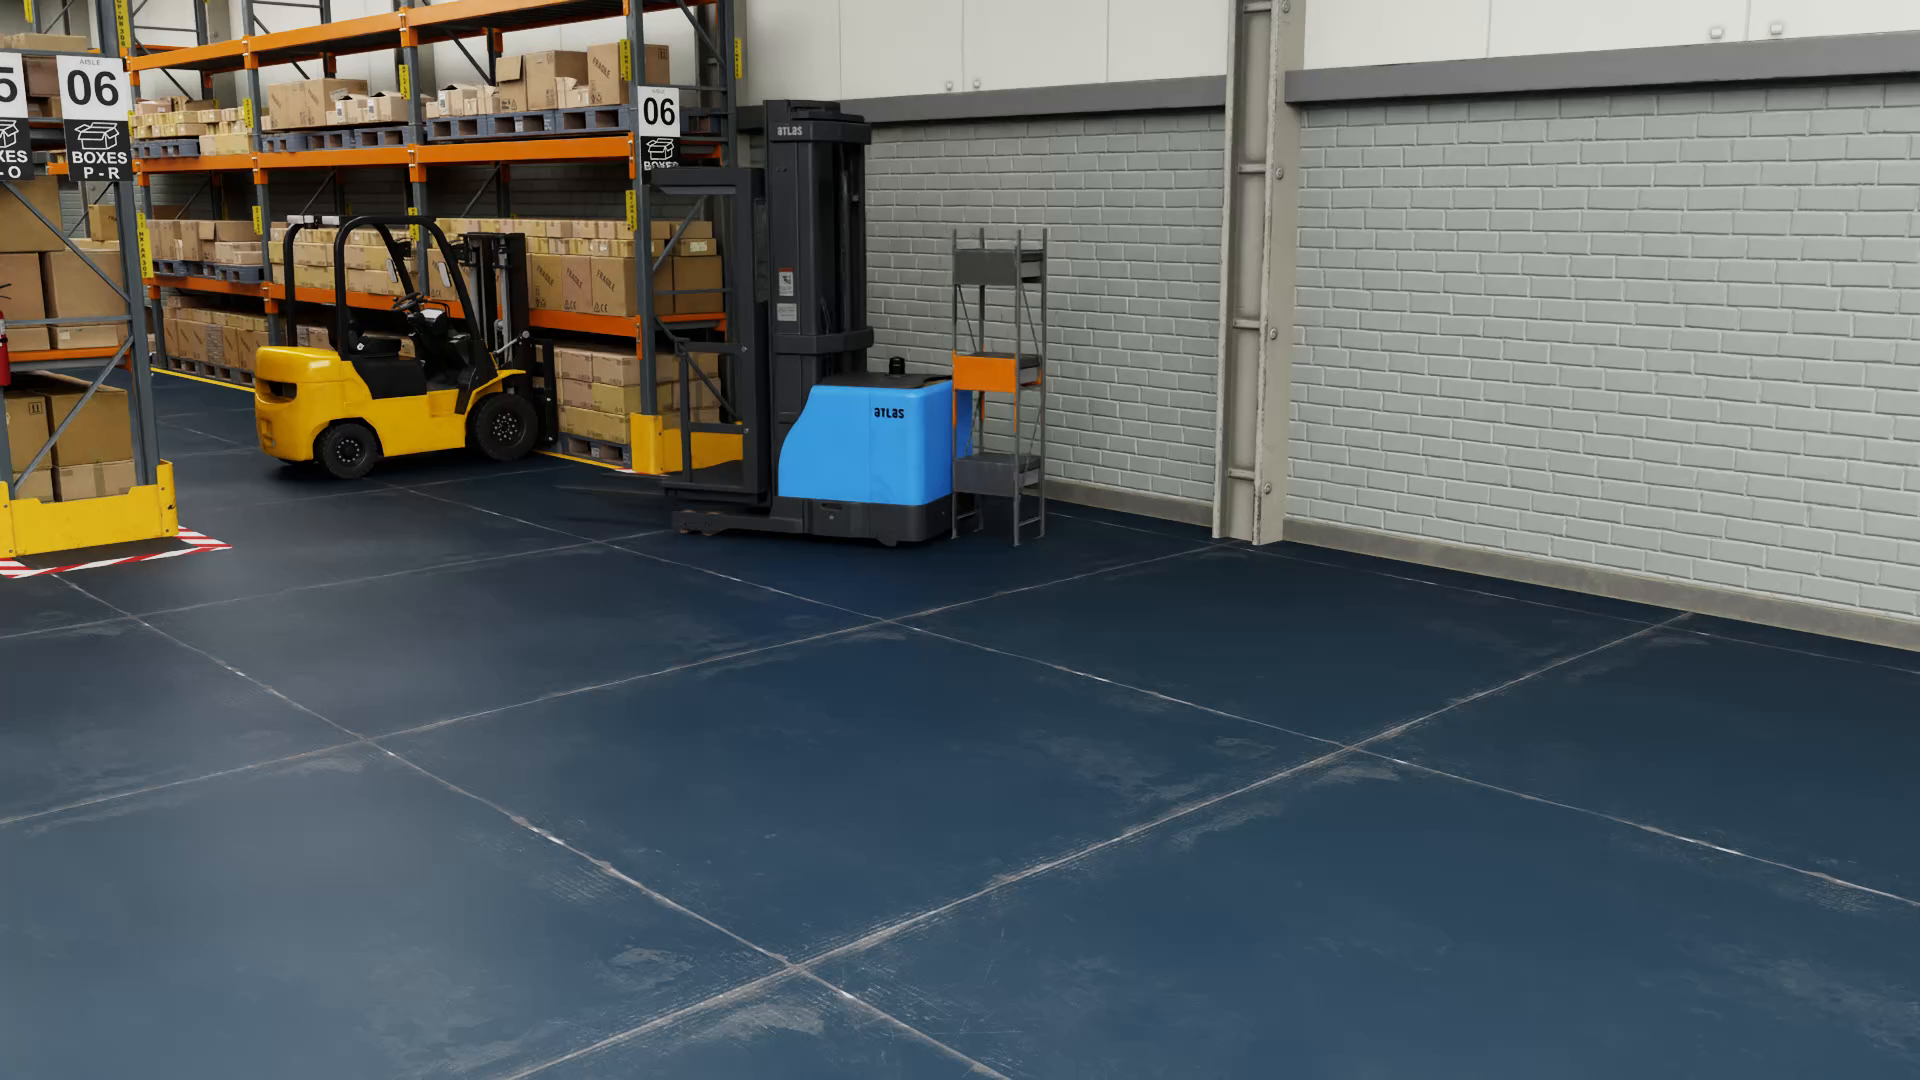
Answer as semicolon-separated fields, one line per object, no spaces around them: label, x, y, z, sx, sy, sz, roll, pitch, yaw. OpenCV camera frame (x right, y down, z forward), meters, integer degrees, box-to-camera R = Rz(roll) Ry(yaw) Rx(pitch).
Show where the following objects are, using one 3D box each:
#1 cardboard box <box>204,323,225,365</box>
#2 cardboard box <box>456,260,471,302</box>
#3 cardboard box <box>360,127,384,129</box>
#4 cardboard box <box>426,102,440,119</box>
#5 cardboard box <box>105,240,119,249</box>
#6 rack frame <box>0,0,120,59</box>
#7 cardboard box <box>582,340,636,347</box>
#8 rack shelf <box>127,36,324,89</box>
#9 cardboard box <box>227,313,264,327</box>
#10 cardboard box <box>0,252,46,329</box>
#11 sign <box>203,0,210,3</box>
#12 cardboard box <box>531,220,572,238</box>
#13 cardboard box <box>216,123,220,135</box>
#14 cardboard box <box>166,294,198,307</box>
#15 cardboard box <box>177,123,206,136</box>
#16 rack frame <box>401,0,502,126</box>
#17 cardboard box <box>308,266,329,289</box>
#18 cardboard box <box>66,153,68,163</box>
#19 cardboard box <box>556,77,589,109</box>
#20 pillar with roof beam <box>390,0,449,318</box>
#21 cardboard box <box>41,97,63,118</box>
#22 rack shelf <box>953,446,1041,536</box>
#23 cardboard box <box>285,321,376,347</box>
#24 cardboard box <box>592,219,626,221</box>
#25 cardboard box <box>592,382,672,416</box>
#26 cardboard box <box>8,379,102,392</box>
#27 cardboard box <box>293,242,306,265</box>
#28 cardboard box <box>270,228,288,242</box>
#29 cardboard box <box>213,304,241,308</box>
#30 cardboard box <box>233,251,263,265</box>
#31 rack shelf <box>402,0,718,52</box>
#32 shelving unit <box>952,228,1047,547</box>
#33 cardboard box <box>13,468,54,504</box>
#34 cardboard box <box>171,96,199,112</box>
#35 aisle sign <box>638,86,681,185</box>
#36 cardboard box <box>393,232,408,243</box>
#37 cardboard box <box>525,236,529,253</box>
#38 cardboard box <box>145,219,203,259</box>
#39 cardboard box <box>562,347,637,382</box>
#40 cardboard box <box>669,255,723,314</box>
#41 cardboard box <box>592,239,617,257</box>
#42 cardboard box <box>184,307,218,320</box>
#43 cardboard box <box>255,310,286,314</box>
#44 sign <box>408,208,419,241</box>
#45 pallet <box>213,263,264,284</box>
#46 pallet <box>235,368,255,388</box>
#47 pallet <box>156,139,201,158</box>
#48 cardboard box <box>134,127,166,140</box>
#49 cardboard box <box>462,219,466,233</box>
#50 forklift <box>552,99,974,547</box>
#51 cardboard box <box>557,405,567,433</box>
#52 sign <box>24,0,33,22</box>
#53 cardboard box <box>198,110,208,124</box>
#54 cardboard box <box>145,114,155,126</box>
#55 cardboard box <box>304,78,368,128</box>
cardboard box;-9.371;-2.535;21.438;0.500;0.500;0.500;11;16;43
cardboard box;-4.598;-2.589;16.296;0.500;0.500;0.500;-11;16;-42
cardboard box;-6.558;-4.698;18.638;0.380;0.166;0.250;-11;16;-43
cardboard box;-4.997;-4.208;16.301;0.380;0.149;0.250;-10;16;-41
cardboard box;-11.832;-4.140;23.709;0.500;0.250;0.500;-11;16;-43
rack frame;-5.913;-4.377;10.355;1.000;3.000;0.127;-11;16;-43
cardboard box;-3.206;-1.723;15.636;0.500;0.250;0.500;-11;16;-43
rack shelf;-9.231;-5.980;20.912;1.077;0.370;4.000;-11;16;-43
cardboard box;-9.057;-2.796;21.094;0.380;0.149;0.250;-11;16;-43
cardboard box;-6.487;-1.674;11.119;0.500;0.500;0.500;-11;16;-44
sign;-10.215;-7.434;22.485;0.100;0.325;0.005;-11;16;-43
cardboard box;-3.679;-2.838;15.163;0.380;0.149;0.250;-10;16;-41
cardboard box;-8.936;-5.064;20.505;0.380;0.149;0.250;-11;16;-42
cardboard box;-10.513;-3.246;22.543;0.380;0.149;0.250;-11;16;-44
cardboard box;-9.614;-5.163;20.939;0.380;0.149;0.250;-10;16;-41
rack frame;-5.088;-5.653;16.549;1.000;3.000;0.127;-11;16;-43
cardboard box;-7.016;-2.978;18.804;0.500;0.250;0.500;11;16;43
cardboard box;-12.860;-5.608;24.387;0.380;0.149;0.250;-10;16;-41
cardboard box;-3.292;-3.904;14.540;0.396;0.266;0.258;-11;16;-42
pillar with roof beam;-9.411;-5.572;16.157;9.100;9.000;0.400;-11;16;-43
cardboard box;-5.907;-2.878;11.138;0.380;0.149;0.250;-11;16;-42
rack shelf;0.265;-0.342;11.403;0.480;0.518;0.431;7;13;30
cardboard box;-7.429;-2.248;19.734;0.875;0.625;0.625;-10;15;-41
cardboard box;-3.222;-2.927;15.591;0.250;0.149;0.380;11;16;44
cardboard box;-2.888;-1.262;14.639;0.500;0.250;0.500;-11;16;-43
cardboard box;-6.651;-0.900;12.263;0.500;0.500;0.500;11;16;43
cardboard box;-7.375;-3.298;19.117;0.500;0.250;0.500;-10;15;-41
cardboard box;-7.843;-3.578;19.487;0.380;0.149;0.250;-10;15;-41
cardboard box;-9.964;-3.130;22.717;0.380;0.149;0.250;-11;16;-43
cardboard box;-8.581;-3.423;20.177;0.380;0.149;0.250;-11;16;-42
rack shelf;-3.707;-4.813;15.245;1.077;0.370;4.000;-11;16;-43
shelving unit;0.265;-1.041;11.259;0.503;2.100;0.431;7;13;30
cardboard box;-6.682;-0.382;11.604;0.500;0.250;0.500;-11;16;-43
cardboard box;-10.351;-5.796;22.249;0.396;0.266;0.258;-11;16;-43
aisle sign;-2.492;-3.354;13.813;0.394;0.787;0.004;-11;16;-43
cardboard box;-5.676;-3.135;17.341;0.380;0.149;0.250;-11;16;-43
cardboard box;-4.004;-2.770;15.566;0.380;0.149;0.250;-11;16;-44
cardboard box;-10.440;-4.035;22.275;0.700;0.500;0.500;-10;16;-41
cardboard box;-3.226;-1.577;14.928;0.500;0.250;0.500;-11;16;-42
cardboard box;-2.467;-2.291;14.849;0.500;0.500;0.500;-10;15;-41
cardboard box;-2.965;-2.542;14.462;0.380;0.149;0.250;-11;16;-42
cardboard box;-10.124;-3.026;22.214;0.250;0.149;0.380;11;16;42
cardboard box;-8.916;-2.898;21.592;0.380;0.149;0.250;-11;16;-42
sign;-5.473;-3.166;16.672;0.100;0.325;0.005;-11;16;-43
pallet;-8.369;-3.294;20.440;1.213;0.211;1.003;-11;16;-43
pallet;-8.338;-2.047;20.824;1.003;0.211;1.213;-11;16;-43
pallet;-9.494;-5.003;21.296;1.213;0.211;1.003;-11;16;-43
cardboard box;-10.694;-5.384;22.011;0.380;0.149;0.250;-11;16;-42
cardboard box;-4.654;-3.078;16.324;0.380;0.149;0.250;-11;16;-44
forklift;-1.468;-1.558;11.709;3.031;2.935;1.130;5;12;21
cardboard box;-3.554;-1.163;15.394;0.500;0.250;0.500;-11;16;-42
sign;-13.767;-7.825;24.580;0.100;0.325;0.005;-11;16;-43
cardboard box;-9.198;-5.233;20.592;0.380;0.149;0.250;-11;16;-42
cardboard box;-10.343;-5.452;21.604;0.380;0.149;0.250;-11;16;-44
cardboard box;-6.823;-4.783;18.224;0.500;0.500;0.500;-10;16;-41
